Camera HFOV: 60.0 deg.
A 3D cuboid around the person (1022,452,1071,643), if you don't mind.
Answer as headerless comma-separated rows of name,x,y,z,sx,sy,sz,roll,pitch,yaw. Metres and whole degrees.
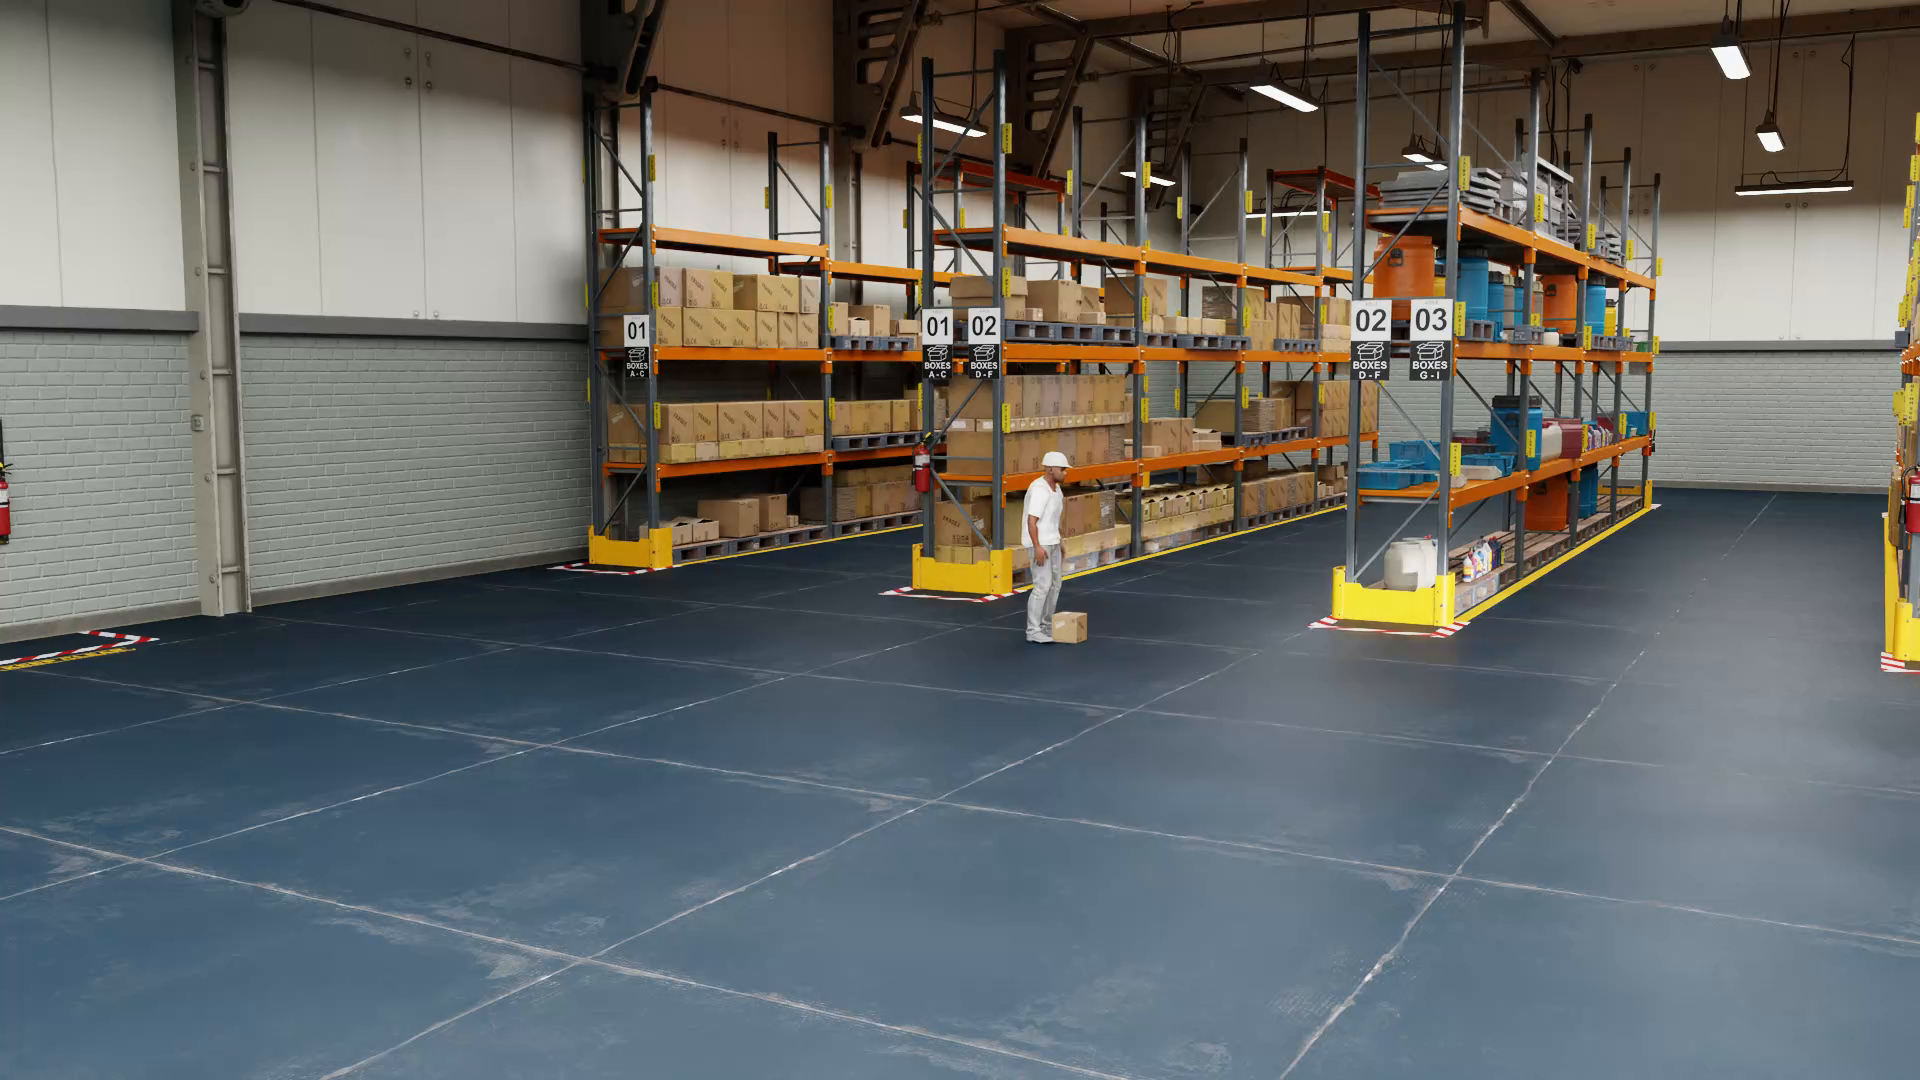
person,0.819,0.053,15.534,0.454,1.761,0.636,3,7,26
